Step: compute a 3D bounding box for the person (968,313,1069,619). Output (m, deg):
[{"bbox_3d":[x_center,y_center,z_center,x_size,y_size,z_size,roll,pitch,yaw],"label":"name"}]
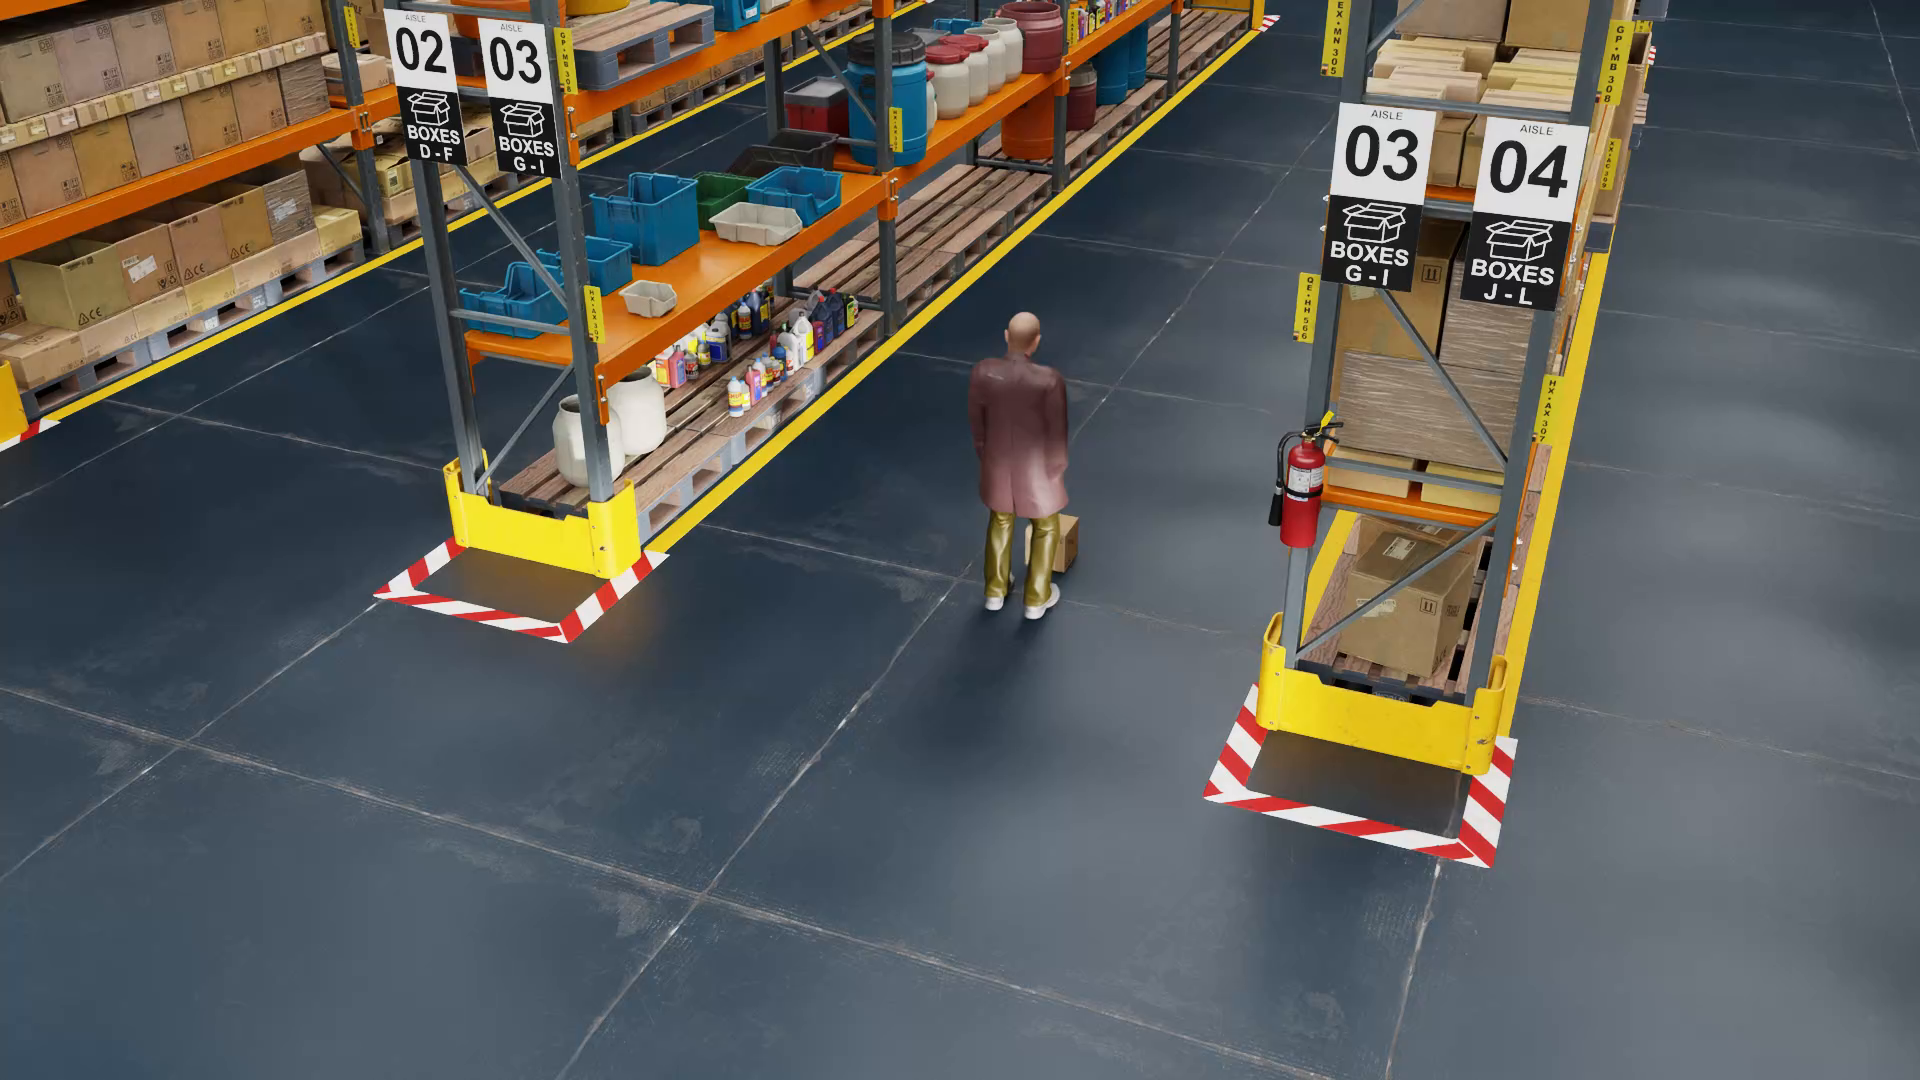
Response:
[{"bbox_3d":[0.325,-0.413,9.196,0.579,1.751,0.390,12,31,20],"label":"person"}]
